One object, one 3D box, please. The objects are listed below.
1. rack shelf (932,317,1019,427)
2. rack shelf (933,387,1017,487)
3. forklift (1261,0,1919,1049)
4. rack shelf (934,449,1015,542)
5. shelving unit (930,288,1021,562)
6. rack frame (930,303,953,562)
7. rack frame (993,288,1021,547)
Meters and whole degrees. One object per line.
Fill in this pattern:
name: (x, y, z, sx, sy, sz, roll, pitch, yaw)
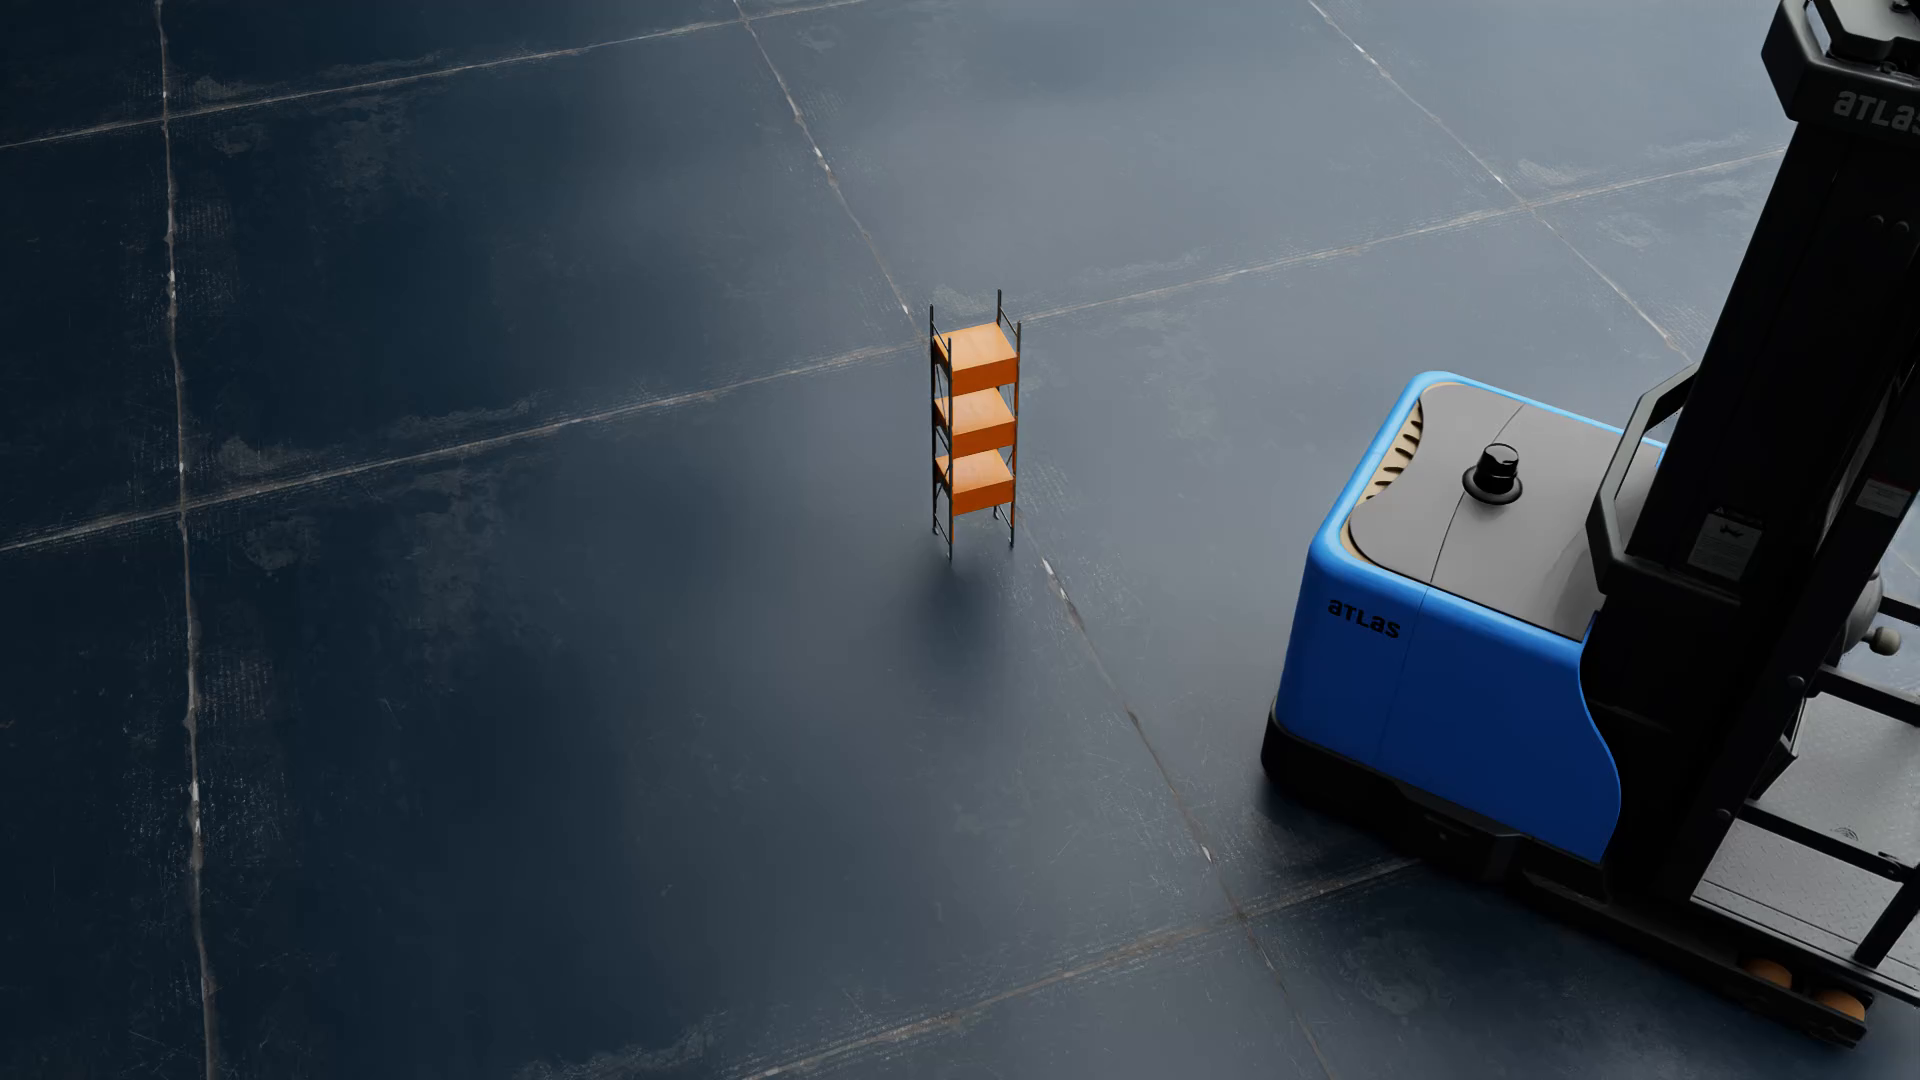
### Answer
rack shelf: (0.050, -0.576, 5.697, 0.240, 0.259, 0.215, -14, 47, -14)
rack shelf: (0.050, -0.376, 5.898, 0.240, 0.259, 0.215, -14, 47, -14)
forklift: (2.517, -0.018, 4.199, 3.031, 2.935, 1.130, 22, 49, 21)
rack shelf: (0.050, -0.180, 6.095, 0.240, 0.259, 0.215, -14, 47, -14)
shelving unit: (0.050, -0.383, 5.891, 0.252, 1.050, 0.215, -14, 47, -14)
rack frame: (-0.064, -0.354, 5.862, 0.008, 1.050, 0.200, -14, 47, -14)
rack frame: (0.165, -0.413, 5.920, 0.008, 1.050, 0.200, -14, 47, -14)
